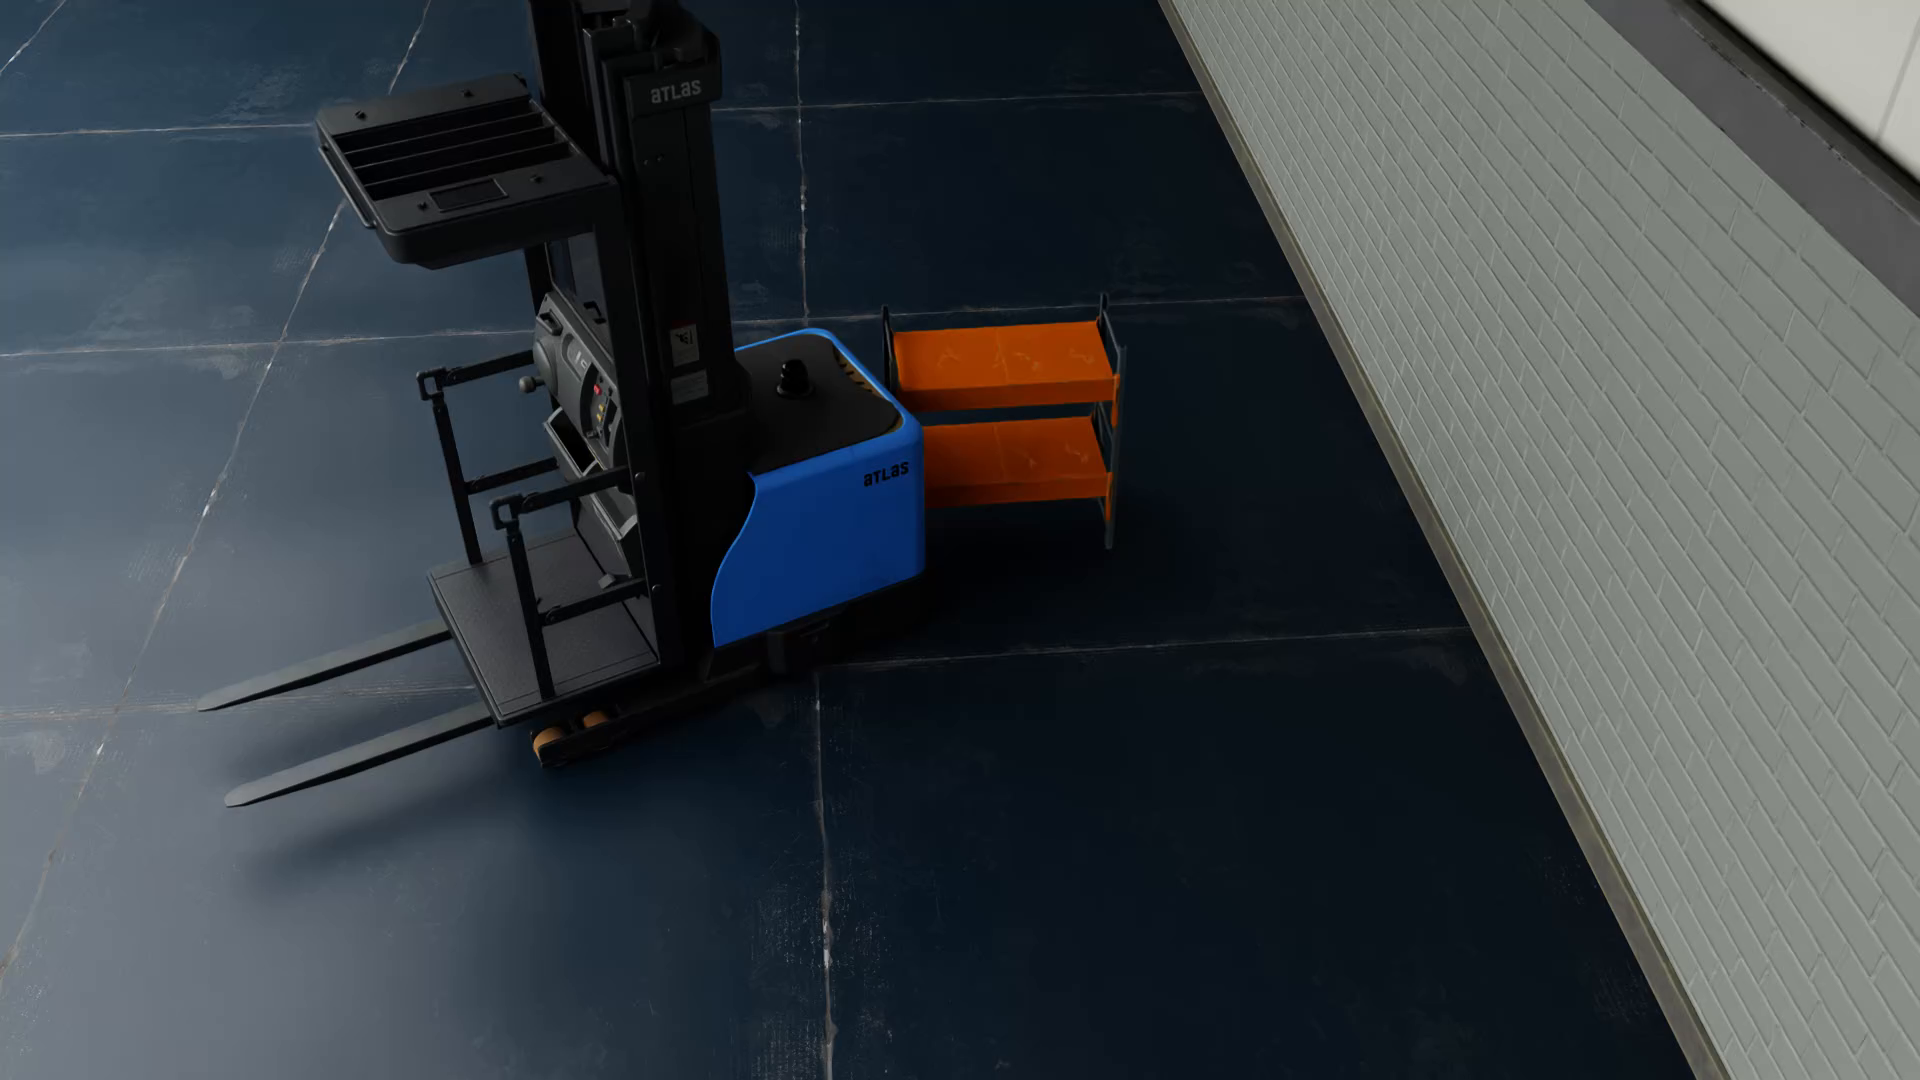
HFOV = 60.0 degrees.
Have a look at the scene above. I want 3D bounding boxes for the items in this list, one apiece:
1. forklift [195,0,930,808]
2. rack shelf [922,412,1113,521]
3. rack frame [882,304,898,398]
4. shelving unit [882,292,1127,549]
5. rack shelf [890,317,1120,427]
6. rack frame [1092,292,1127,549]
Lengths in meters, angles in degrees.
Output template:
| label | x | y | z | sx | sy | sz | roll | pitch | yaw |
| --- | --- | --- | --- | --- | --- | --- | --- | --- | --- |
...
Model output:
| label | x | y | z | sx | sy | sz | roll | pitch | yaw |
| --- | --- | --- | --- | --- | --- | --- | --- | --- | --- |
| forklift | -1.675 | -0.588 | 6.451 | 3.031 | 2.935 | 1.130 | -19 | 42 | -23 |
| rack shelf | 0.189 | -0.326 | 7.972 | 1.000 | 0.278 | 0.538 | -4 | 38 | -5 |
| rack frame | -0.316 | -0.484 | 7.777 | 0.032 | 1.125 | 0.500 | -4 | 38 | -5 |
| shelving unit | 0.189 | -0.518 | 7.820 | 1.048 | 1.125 | 0.538 | -4 | 38 | -5 |
| rack shelf | 0.189 | -0.748 | 7.639 | 1.000 | 0.278 | 0.538 | -4 | 38 | -5 |
| rack frame | 0.694 | -0.552 | 7.863 | 0.032 | 1.125 | 0.500 | -4 | 38 | -5 |
